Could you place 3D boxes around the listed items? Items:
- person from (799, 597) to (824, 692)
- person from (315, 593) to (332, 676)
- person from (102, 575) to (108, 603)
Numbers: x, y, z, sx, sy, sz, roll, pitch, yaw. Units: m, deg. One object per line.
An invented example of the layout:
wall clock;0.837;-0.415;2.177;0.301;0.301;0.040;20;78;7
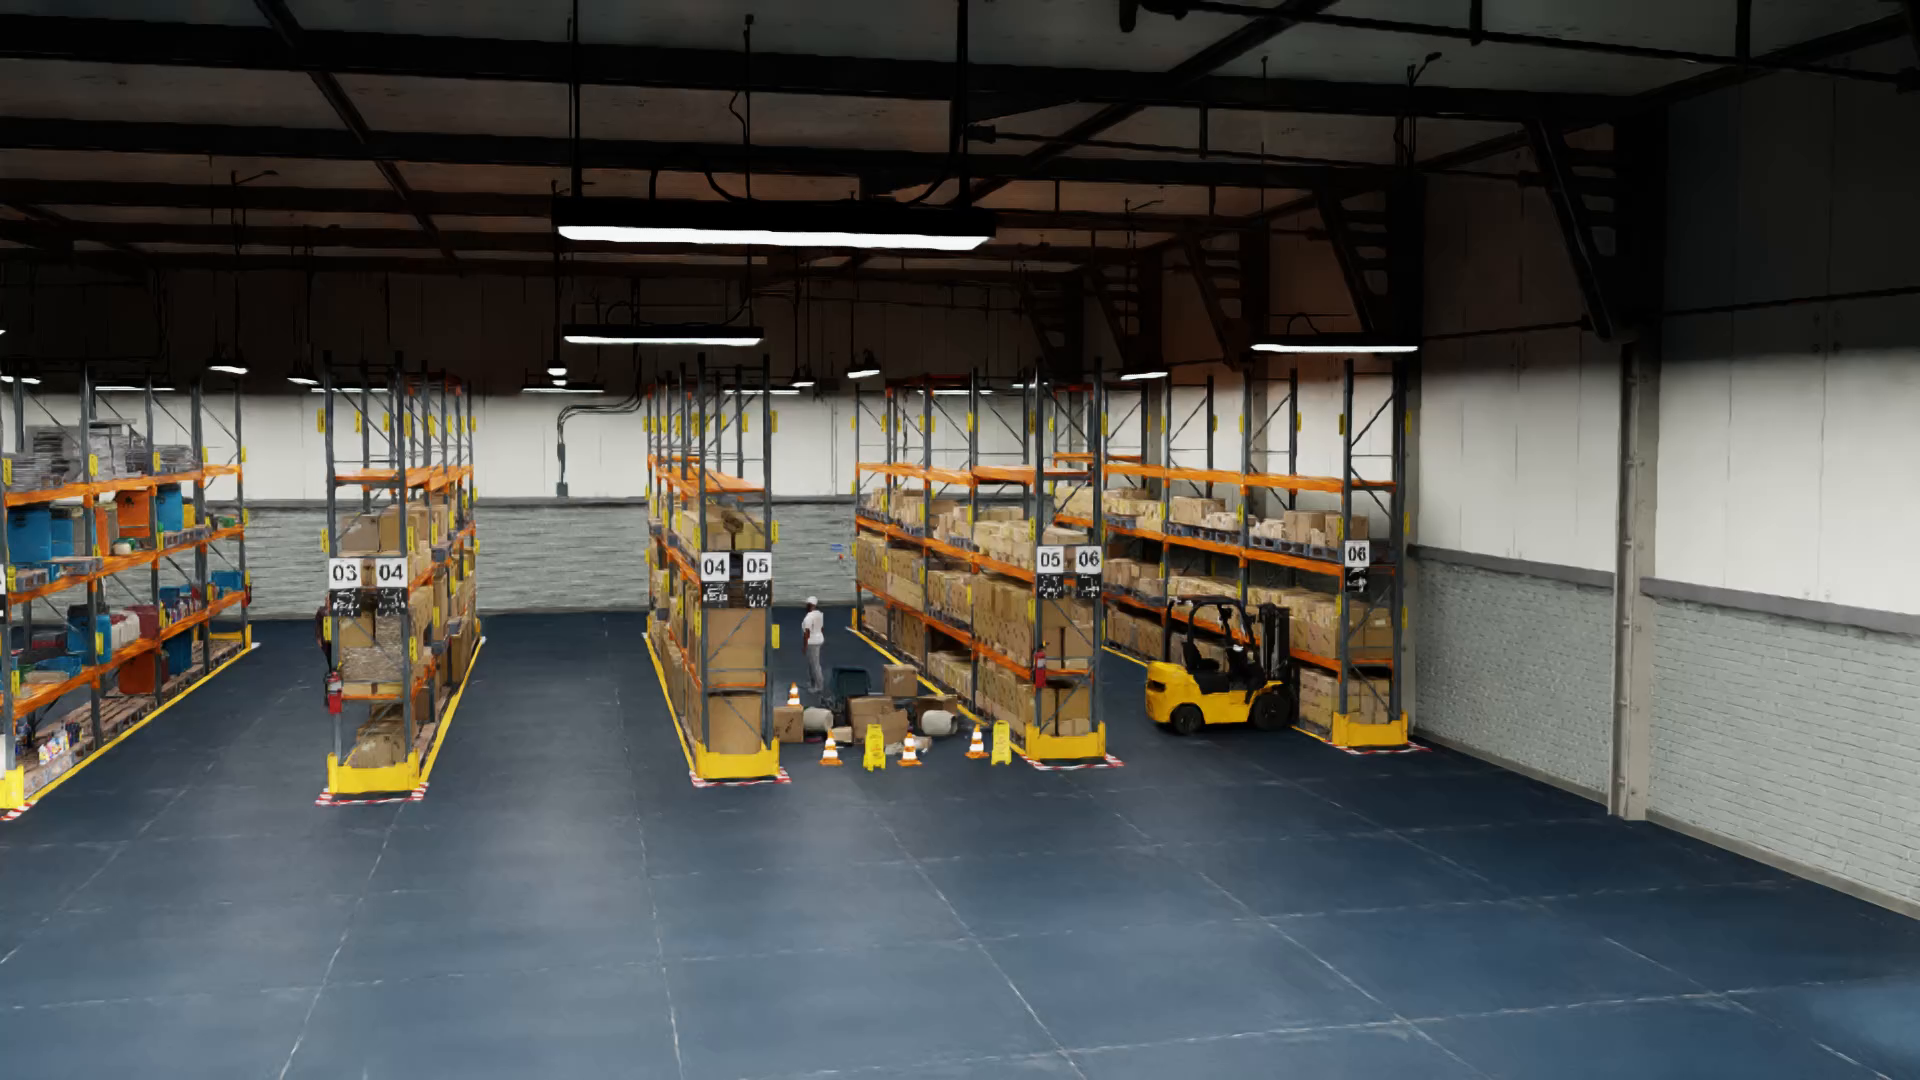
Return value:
person;-2.786;1.938;31.162;0.580;1.763;0.673;1;4;17
person;-12.278;1.877;32.460;0.598;1.698;1.193;-1;4;-11
person;-20.997;1.358;40.334;0.453;1.658;0.641;2;4;22
